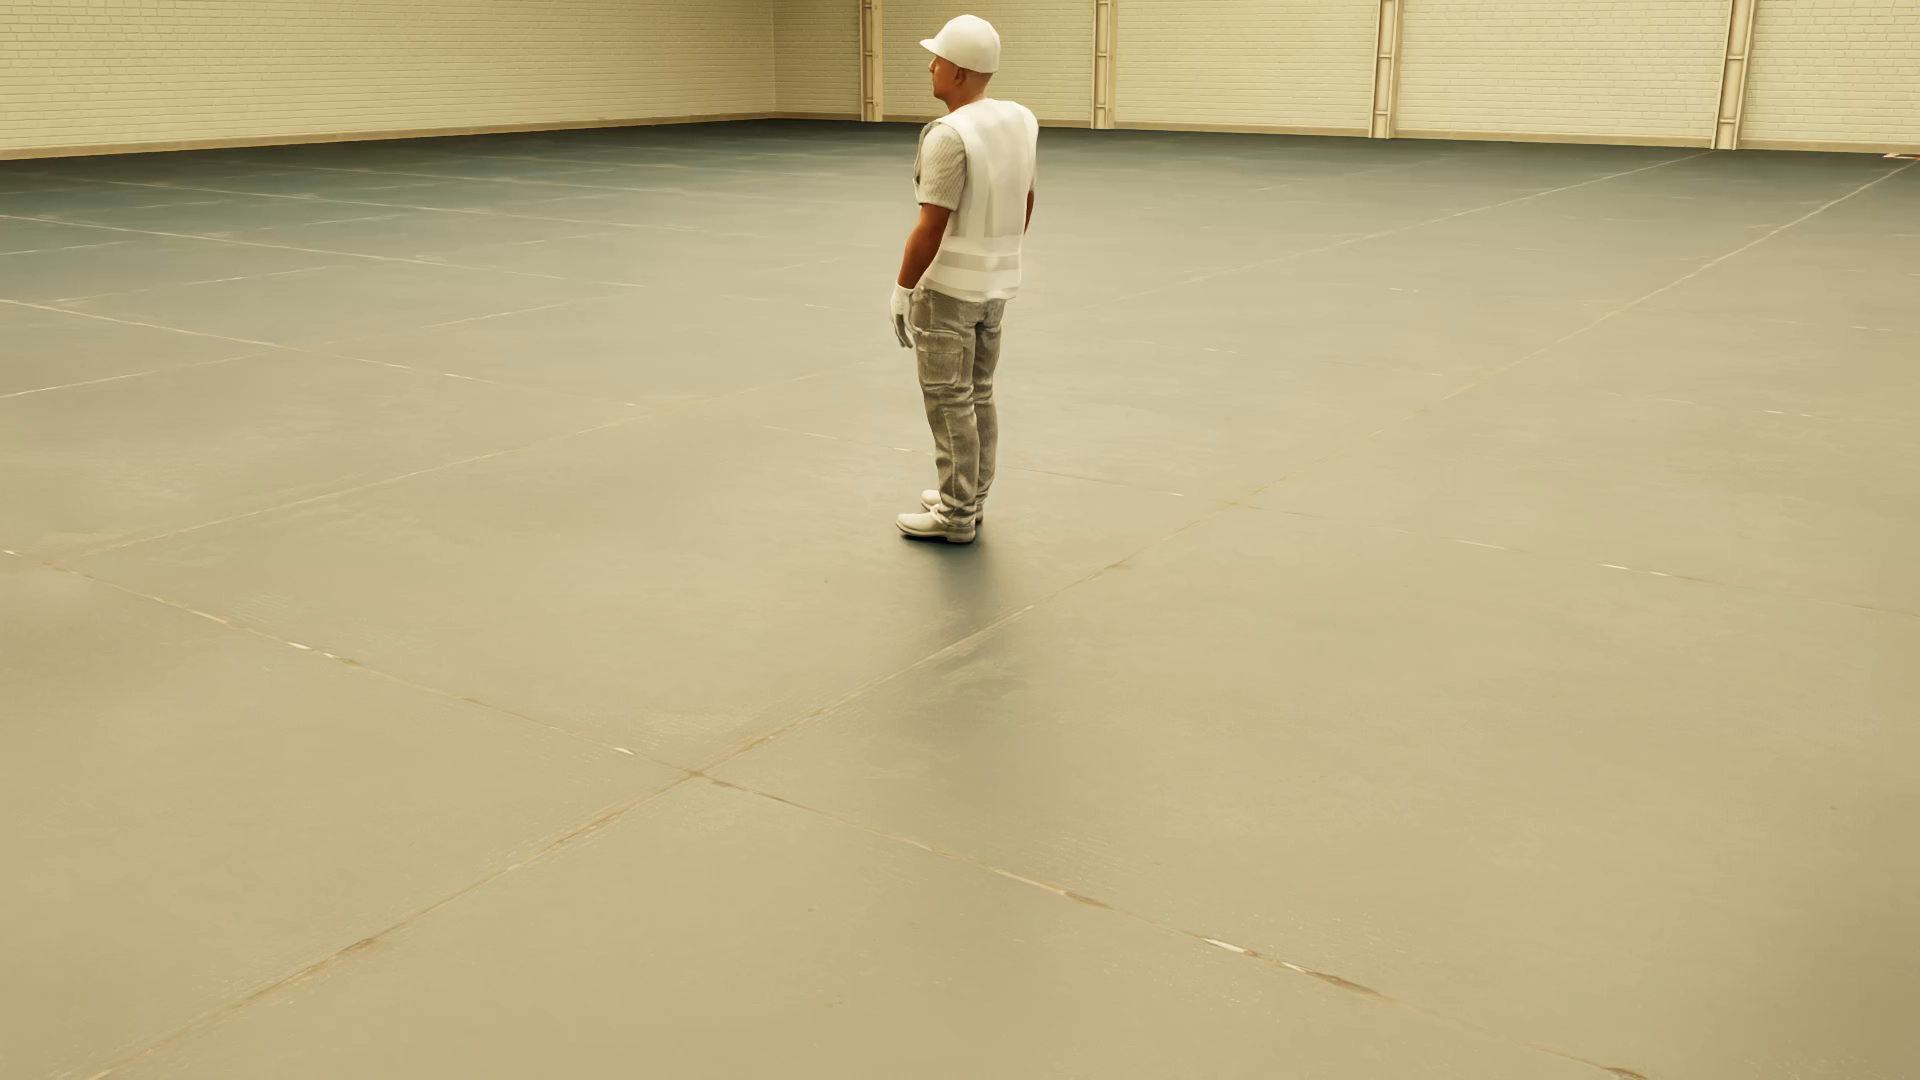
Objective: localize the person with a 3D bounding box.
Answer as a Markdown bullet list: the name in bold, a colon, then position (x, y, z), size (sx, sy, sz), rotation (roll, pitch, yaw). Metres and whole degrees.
- **person**: position (-0.055, -0.875, 5.737), size (0.575, 1.785, 0.657), rotation (11, 20, 33)
